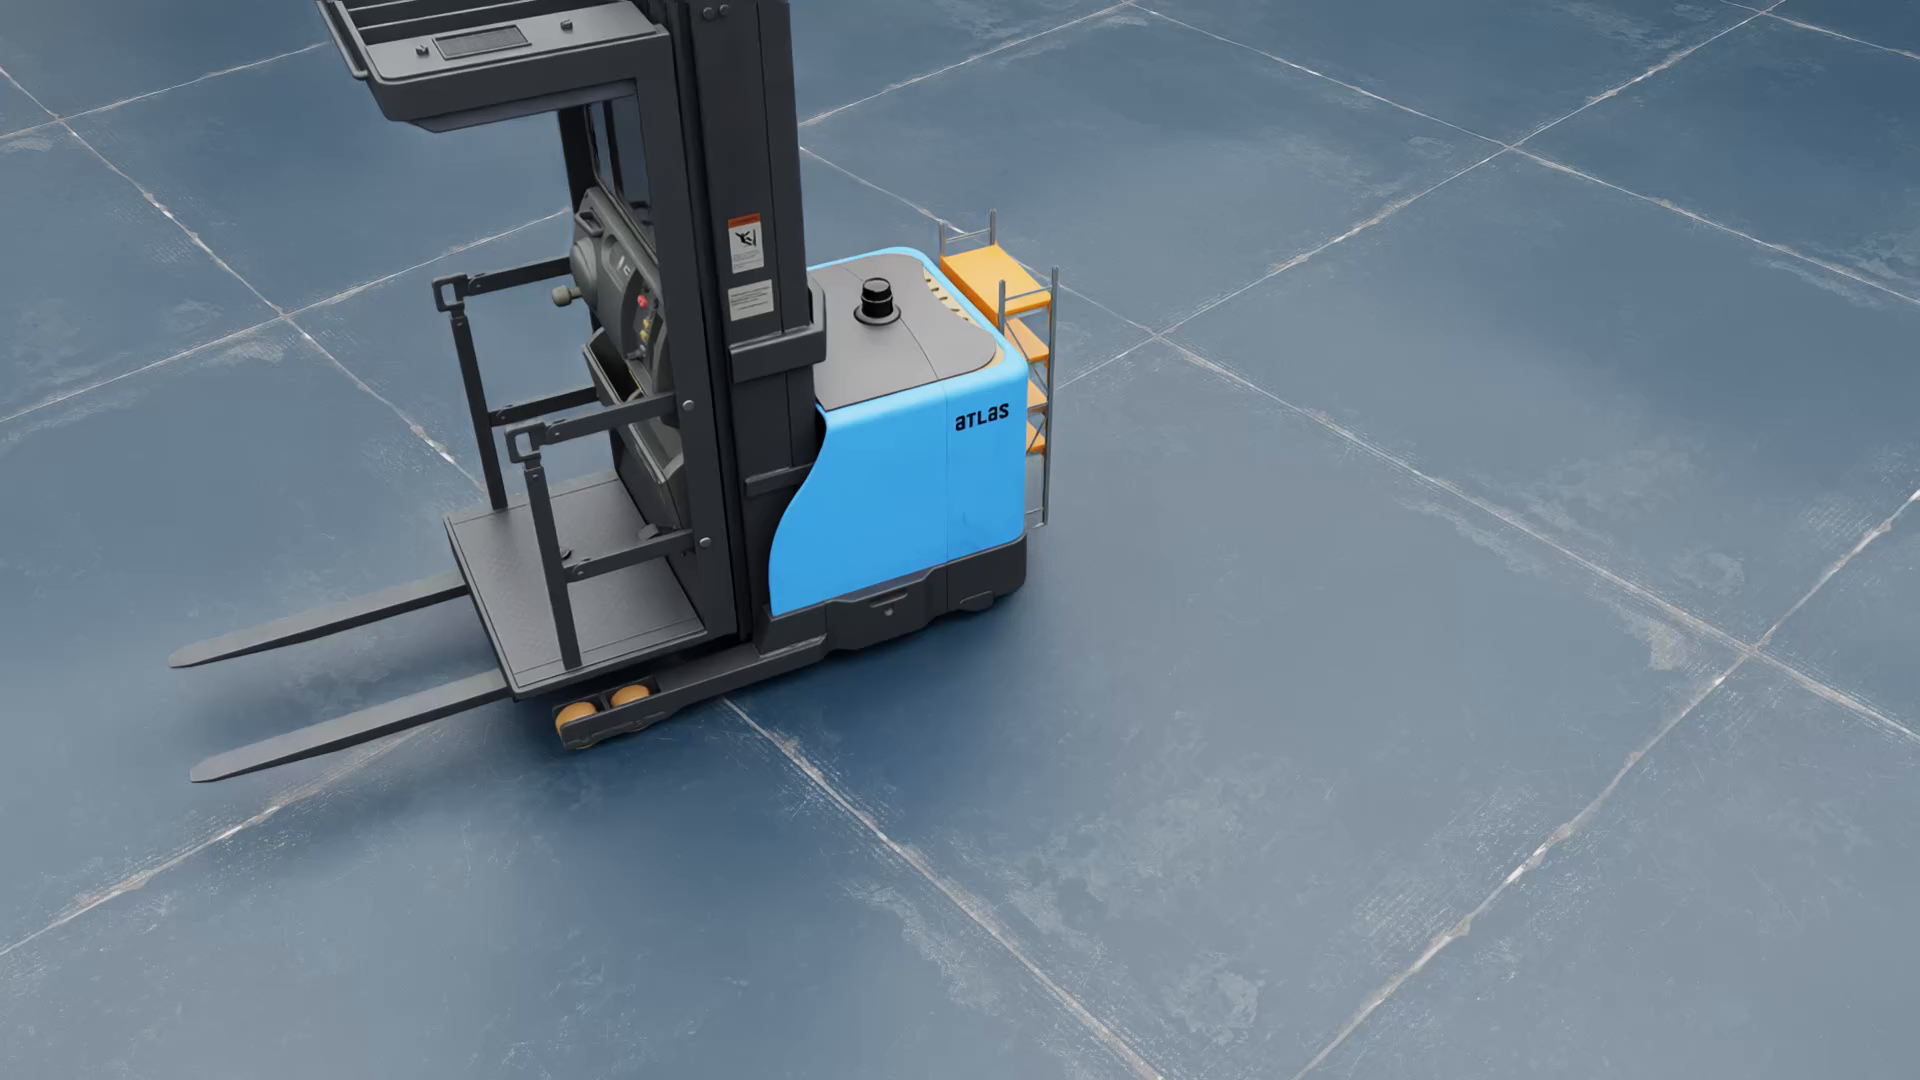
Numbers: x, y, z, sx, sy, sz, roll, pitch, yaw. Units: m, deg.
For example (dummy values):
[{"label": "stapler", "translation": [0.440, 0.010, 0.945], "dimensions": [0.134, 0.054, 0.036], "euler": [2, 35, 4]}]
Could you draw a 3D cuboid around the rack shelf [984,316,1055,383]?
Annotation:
[{"label": "rack shelf", "translation": [0.140, -0.759, 6.486], "dimensions": [0.258, 0.148, 0.480], "euler": [-18, 42, -21]}]

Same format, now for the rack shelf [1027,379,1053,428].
[{"label": "rack shelf", "translation": [0.140, -0.585, 6.626], "dimensions": [0.258, 0.148, 0.480], "euler": [-18, 42, -21]}]

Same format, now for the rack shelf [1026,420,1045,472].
[{"label": "rack shelf", "translation": [0.140, -0.430, 6.751], "dimensions": [0.258, 0.148, 0.480], "euler": [-18, 42, -21]}]

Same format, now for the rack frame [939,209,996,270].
[{"label": "rack frame", "translation": [0.030, -0.774, 6.753], "dimensions": [0.240, 1.200, 0.015], "euler": [-18, 42, -21]}]

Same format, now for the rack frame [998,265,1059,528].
[{"label": "rack frame", "translation": [0.250, -0.500, 6.415], "dimensions": [0.240, 1.200, 0.015], "euler": [-18, 42, -21]}]

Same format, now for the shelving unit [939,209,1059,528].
[{"label": "shelving unit", "translation": [0.140, -0.637, 6.584], "dimensions": [0.258, 1.200, 0.503], "euler": [-18, 42, -21]}]

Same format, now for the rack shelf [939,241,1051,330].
[{"label": "rack shelf", "translation": [0.140, -0.943, 6.337], "dimensions": [0.258, 0.148, 0.480], "euler": [-18, 42, -21]}]

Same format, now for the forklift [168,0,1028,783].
[{"label": "forklift", "translation": [-1.298, -0.787, 5.391], "dimensions": [3.031, 2.935, 1.130], "euler": [-17, 42, -20]}]
